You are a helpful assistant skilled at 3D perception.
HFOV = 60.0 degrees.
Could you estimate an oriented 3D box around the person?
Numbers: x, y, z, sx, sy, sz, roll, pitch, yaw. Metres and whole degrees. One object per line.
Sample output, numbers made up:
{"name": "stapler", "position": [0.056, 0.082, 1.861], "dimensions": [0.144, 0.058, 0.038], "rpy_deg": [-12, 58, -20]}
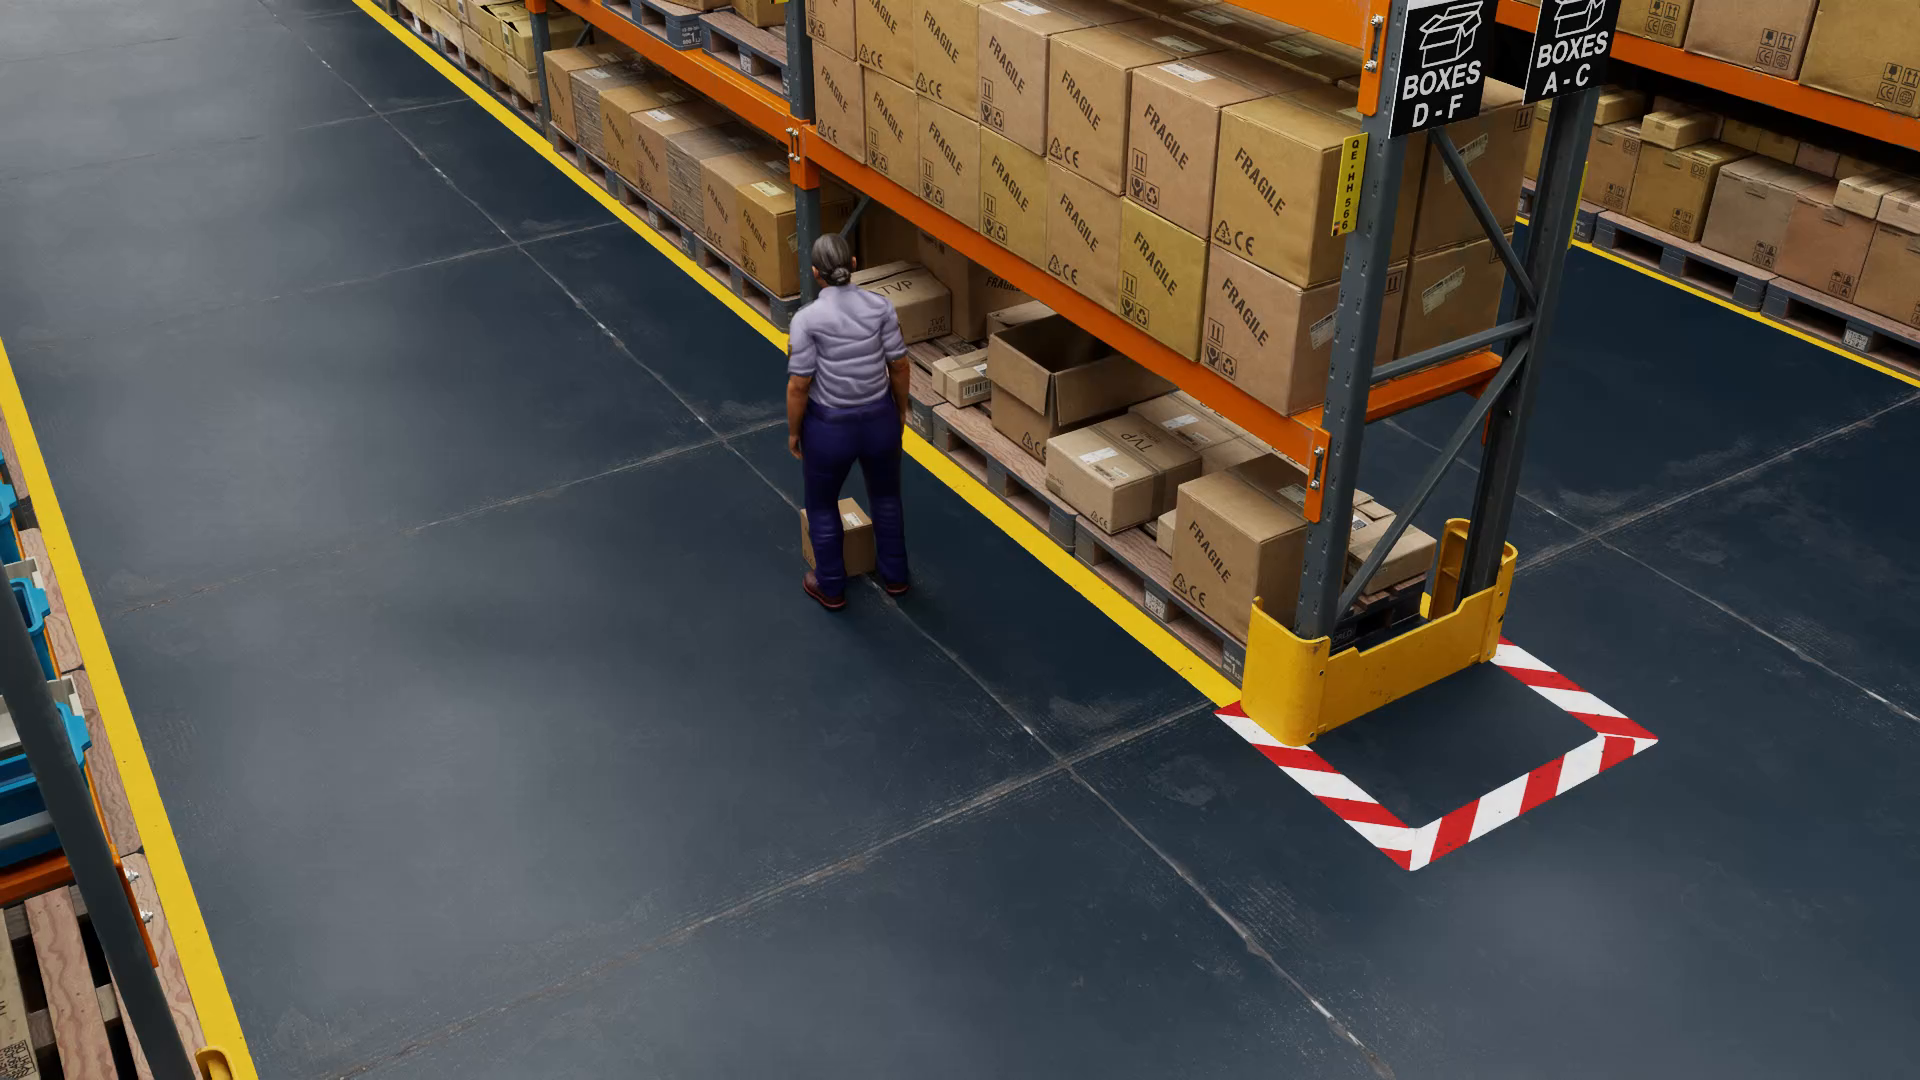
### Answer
{"name": "person", "position": [-0.452, -0.464, 6.870], "dimensions": [0.538, 1.647, 0.370], "rpy_deg": [-12, 35, -18]}
